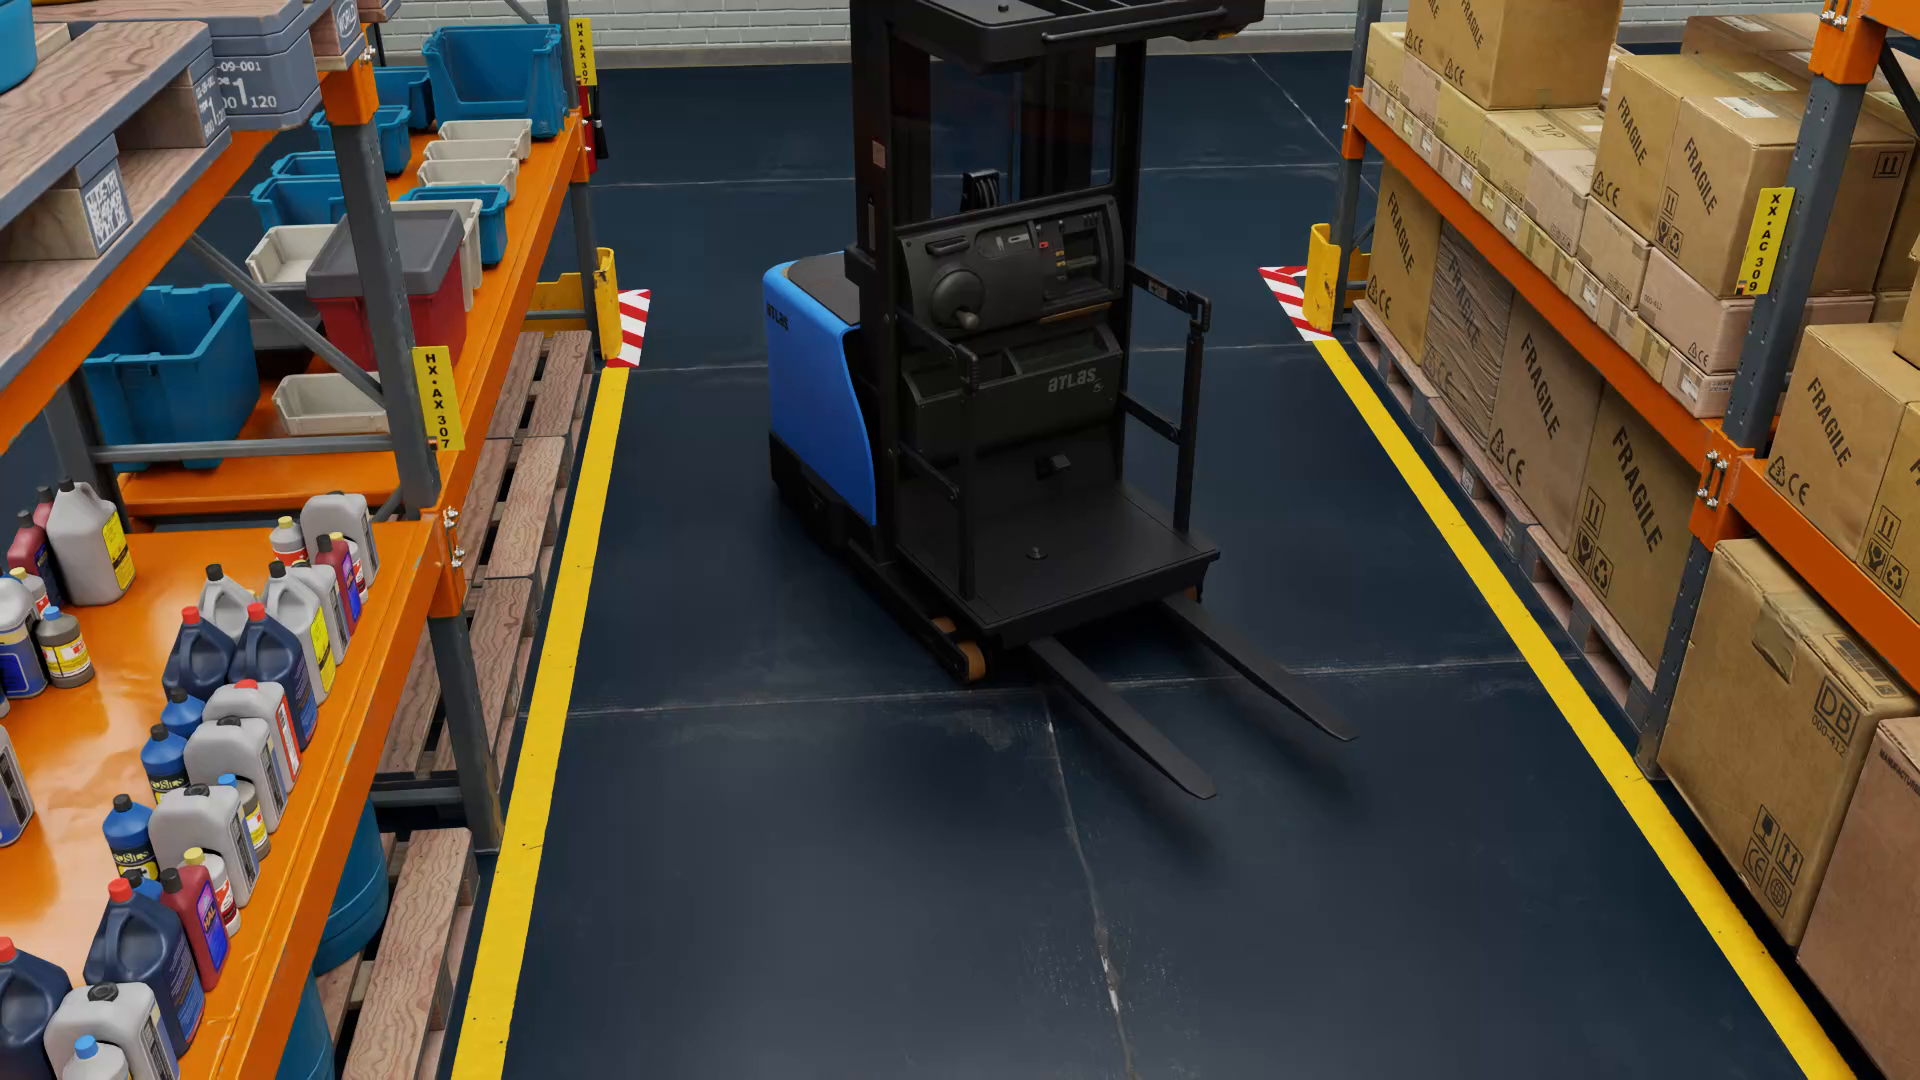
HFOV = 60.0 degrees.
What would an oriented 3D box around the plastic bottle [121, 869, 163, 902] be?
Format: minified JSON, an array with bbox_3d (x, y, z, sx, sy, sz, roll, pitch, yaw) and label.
[{"bbox_3d":[-1.564,0.746,3.201,0.097,0.271,0.097,0,31,0],"label":"plastic bottle"}]

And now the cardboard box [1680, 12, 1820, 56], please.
[{"bbox_3d":[3.022,-1.651,6.214,0.500,0.500,0.500,-4,31,-6],"label":"cardboard box"}]

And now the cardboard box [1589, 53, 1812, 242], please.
[{"bbox_3d":[2.552,-1.355,5.719,0.500,0.500,0.500,-2,31,-4],"label":"cardboard box"}]

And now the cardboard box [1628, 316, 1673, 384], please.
[{"bbox_3d":[2.524,-0.656,5.668,0.380,0.149,0.250,-2,31,-4],"label":"cardboard box"}]

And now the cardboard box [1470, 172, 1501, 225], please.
[{"bbox_3d":[2.379,-1.444,6.988,0.380,0.149,0.250,-4,31,-6],"label":"cardboard box"}]

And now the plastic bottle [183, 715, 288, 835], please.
[{"bbox_3d":[-1.575,0.497,3.614,0.152,0.276,0.135,-3,31,-5],"label":"plastic bottle"}]

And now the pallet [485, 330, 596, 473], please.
[{"bbox_3d":[-2.363,-0.677,8.178,1.003,0.211,1.213,-3,31,-5],"label":"pallet"}]

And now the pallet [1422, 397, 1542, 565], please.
[{"bbox_3d":[2.793,-0.311,7.565,1.003,0.211,1.213,-3,31,-5],"label":"pallet"}]

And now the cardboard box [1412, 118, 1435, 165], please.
[{"bbox_3d":[2.309,-1.835,7.641,0.380,0.149,0.250,-3,31,-5],"label":"cardboard box"}]

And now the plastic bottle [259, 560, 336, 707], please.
[{"bbox_3d":[-1.616,0.220,4.005,0.144,0.351,0.185,-3,31,-5],"label":"plastic bottle"}]

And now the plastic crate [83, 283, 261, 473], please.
[{"bbox_3d":[-2.411,-0.496,5.112,0.392,0.384,0.575,-3,31,-5],"label":"plastic crate"}]

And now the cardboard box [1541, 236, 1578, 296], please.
[{"bbox_3d":[2.452,-1.050,6.327,0.380,0.149,0.250,-2,31,-4],"label":"cardboard box"}]

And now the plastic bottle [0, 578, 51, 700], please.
[{"bbox_3d":[-2.330,0.240,4.044,0.152,0.276,0.135,-3,31,-5],"label":"plastic bottle"}]

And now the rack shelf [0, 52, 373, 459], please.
[{"bbox_3d":[-1.841,-0.213,2.457,1.077,0.370,4.000,-3,31,-5],"label":"rack shelf"}]

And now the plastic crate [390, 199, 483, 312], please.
[{"bbox_3d":[-1.987,-1.018,6.086,0.437,0.282,0.530,-3,31,-5],"label":"plastic crate"}]

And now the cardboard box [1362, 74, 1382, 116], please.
[{"bbox_3d":[2.234,-2.229,8.302,0.380,0.149,0.250,-2,31,-4],"label":"cardboard box"}]

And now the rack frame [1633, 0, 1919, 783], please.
[{"bbox_3d":[2.903,-0.492,5.149,1.000,3.000,0.127,-3,31,-5],"label":"rack frame"}]

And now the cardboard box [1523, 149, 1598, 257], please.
[{"bbox_3d":[2.502,-1.293,6.346,0.500,0.250,0.500,-2,31,-4],"label":"cardboard box"}]

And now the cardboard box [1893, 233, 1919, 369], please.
[{"bbox_3d":[2.971,-0.640,4.321,0.797,0.503,0.637,-4,31,-6],"label":"cardboard box"}]

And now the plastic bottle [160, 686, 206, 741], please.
[{"bbox_3d":[-1.710,0.446,3.704,0.097,0.271,0.097,0,31,0],"label":"plastic bottle"}]

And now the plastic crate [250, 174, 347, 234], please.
[{"bbox_3d":[-2.555,-1.284,6.579,0.416,0.233,0.300,-3,31,-5],"label":"plastic crate"}]

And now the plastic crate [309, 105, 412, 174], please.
[{"bbox_3d":[-2.645,-1.773,7.398,0.416,0.233,0.300,-3,31,-5],"label":"plastic crate"}]

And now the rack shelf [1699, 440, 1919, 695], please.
[{"bbox_3d":[3.090,0.838,3.624,1.077,0.370,4.000,-3,31,-5],"label":"rack shelf"}]

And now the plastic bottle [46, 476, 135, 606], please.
[{"bbox_3d":[-2.314,-0.018,4.403,0.144,0.351,0.185,-3,31,-5],"label":"plastic bottle"}]

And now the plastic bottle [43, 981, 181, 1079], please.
[{"bbox_3d":[-1.502,0.896,2.945,0.152,0.276,0.135,-3,31,-5],"label":"plastic bottle"}]

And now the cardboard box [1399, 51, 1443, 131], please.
[{"bbox_3d":[2.361,-2.075,7.654,0.500,0.250,0.500,-3,31,-5],"label":"cardboard box"}]

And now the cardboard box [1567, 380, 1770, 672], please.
[{"bbox_3d":[2.921,-0.101,6.156,0.875,0.875,0.875,-3,31,-5],"label":"cardboard box"}]

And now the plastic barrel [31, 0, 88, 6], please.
[{"bbox_3d":[-1.741,-1.347,3.062,0.600,0.588,0.600,0,31,0],"label":"plastic barrel"}]

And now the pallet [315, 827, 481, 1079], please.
[{"bbox_3d":[-1.997,1.338,4.804,1.003,0.211,1.213,-3,31,-5],"label":"pallet"}]

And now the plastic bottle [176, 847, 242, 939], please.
[{"bbox_3d":[-1.516,0.705,3.338,0.097,0.201,0.097,0,31,0],"label":"plastic bottle"}]

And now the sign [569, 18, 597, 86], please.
[{"bbox_3d":[-1.855,-2.402,8.187,0.100,0.325,0.005,-3,31,-5],"label":"sign"}]

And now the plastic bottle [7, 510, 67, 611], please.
[{"bbox_3d":[-2.406,0.071,4.320,0.061,0.283,0.133,-3,31,-5],"label":"plastic bottle"}]

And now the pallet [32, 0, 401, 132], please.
[{"bbox_3d":[-1.857,-1.066,3.368,1.213,0.211,1.003,-3,31,-5],"label":"pallet"}]

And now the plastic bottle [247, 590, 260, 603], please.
[{"bbox_3d":[-1.758,0.218,4.153,0.097,0.201,0.097,0,31,0],"label":"plastic bottle"}]

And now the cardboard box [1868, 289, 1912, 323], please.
[{"bbox_3d":[3.120,-0.808,5.534,0.500,0.250,0.500,-3,31,-5],"label":"cardboard box"}]

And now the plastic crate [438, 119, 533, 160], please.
[{"bbox_3d":[-2.145,-1.802,7.540,0.396,0.136,0.243,-3,31,-5],"label":"plastic crate"}]

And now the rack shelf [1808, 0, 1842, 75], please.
[{"bbox_3d":[2.717,-2.492,6.274,1.077,0.370,4.000,-3,31,-5],"label":"rack shelf"}]

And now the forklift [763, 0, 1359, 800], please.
[{"bbox_3d":[0.317,-0.980,6.033,1.130,2.935,3.031,-17,35,-26],"label":"forklift"}]

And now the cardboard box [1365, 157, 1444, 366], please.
[{"bbox_3d":[2.669,-1.480,8.464,0.875,0.875,0.875,-3,31,-5],"label":"cardboard box"}]

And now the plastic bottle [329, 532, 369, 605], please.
[{"bbox_3d":[-1.631,0.074,4.395,0.097,0.201,0.097,0,31,0],"label":"plastic bottle"}]

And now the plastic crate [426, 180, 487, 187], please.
[{"bbox_3d":[-2.036,-1.362,6.804,0.298,0.136,0.250,-3,31,-5],"label":"plastic crate"}]
